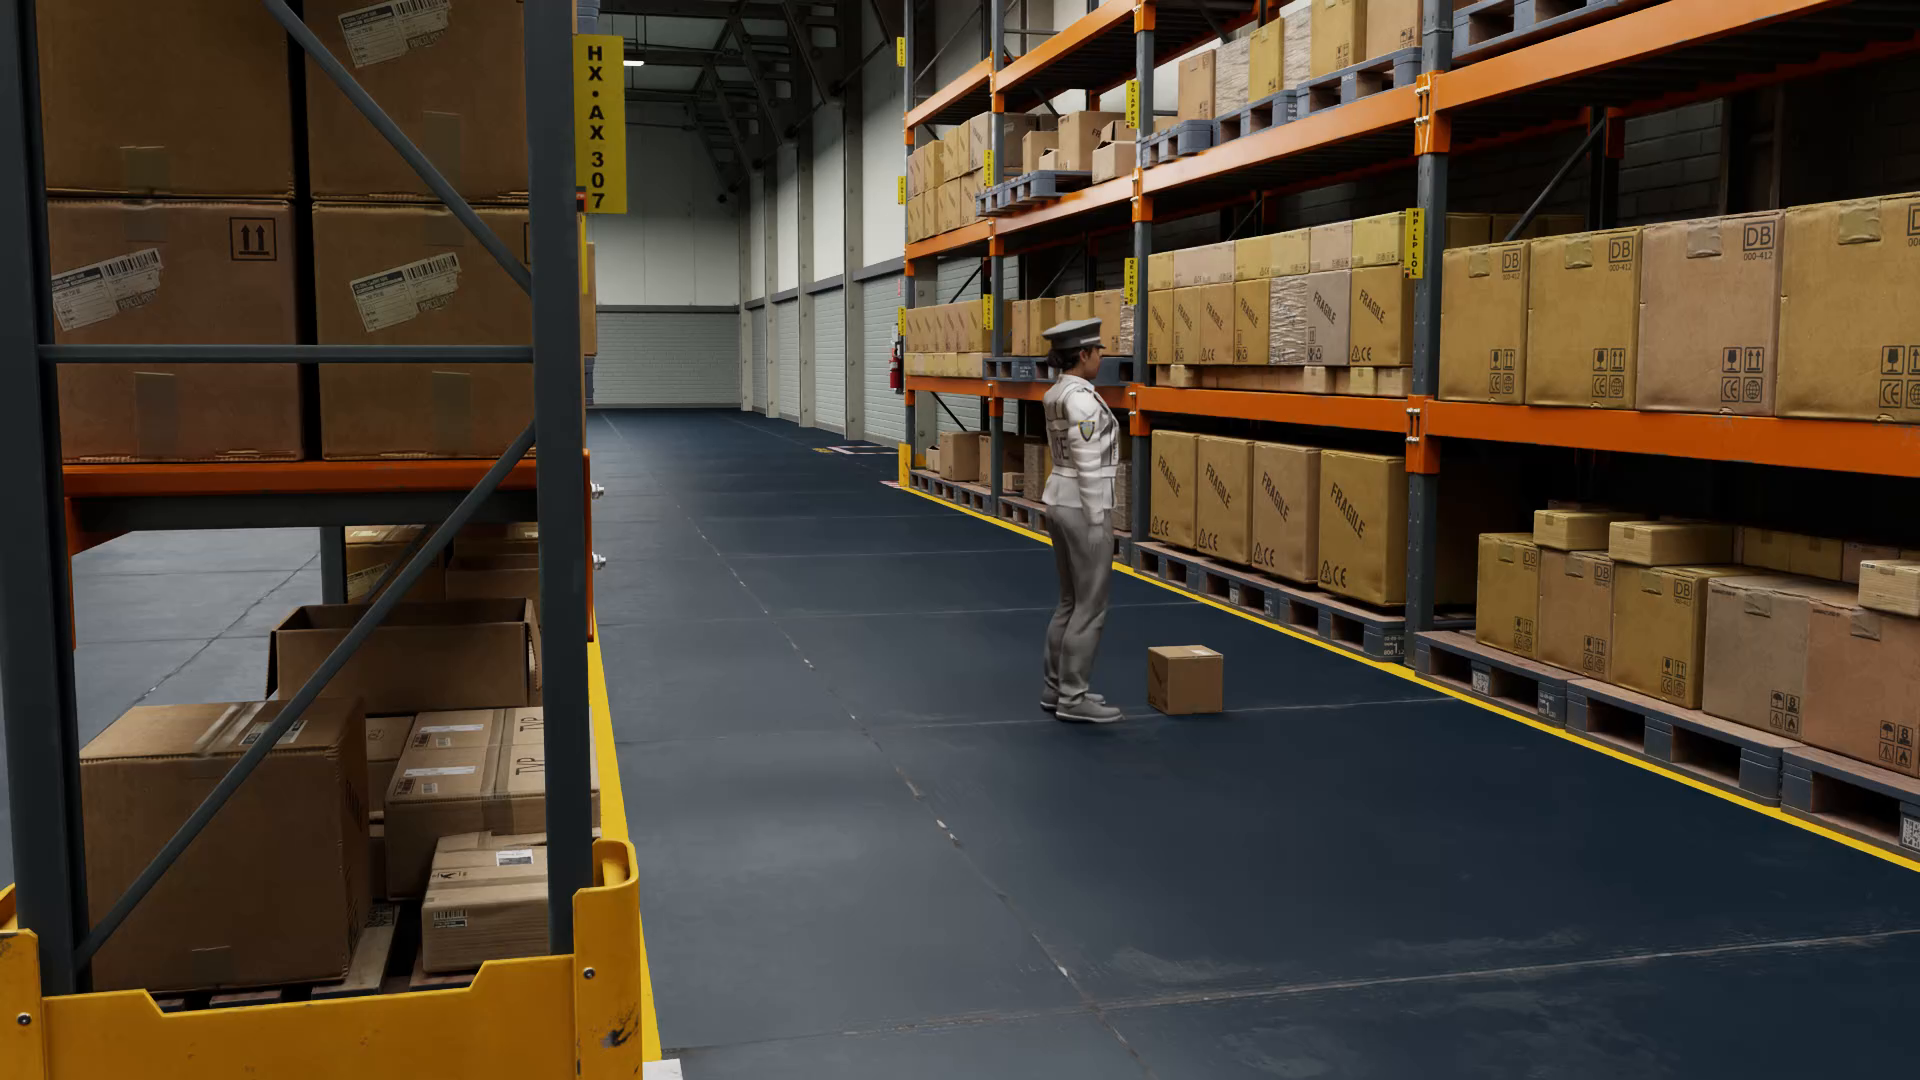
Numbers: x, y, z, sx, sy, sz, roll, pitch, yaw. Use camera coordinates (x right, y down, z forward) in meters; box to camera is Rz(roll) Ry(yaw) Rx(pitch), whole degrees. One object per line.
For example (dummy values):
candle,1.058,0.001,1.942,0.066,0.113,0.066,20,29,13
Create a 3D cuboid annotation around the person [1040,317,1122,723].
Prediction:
person,0.510,-0.091,6.991,0.338,1.679,0.466,-1,6,-12
